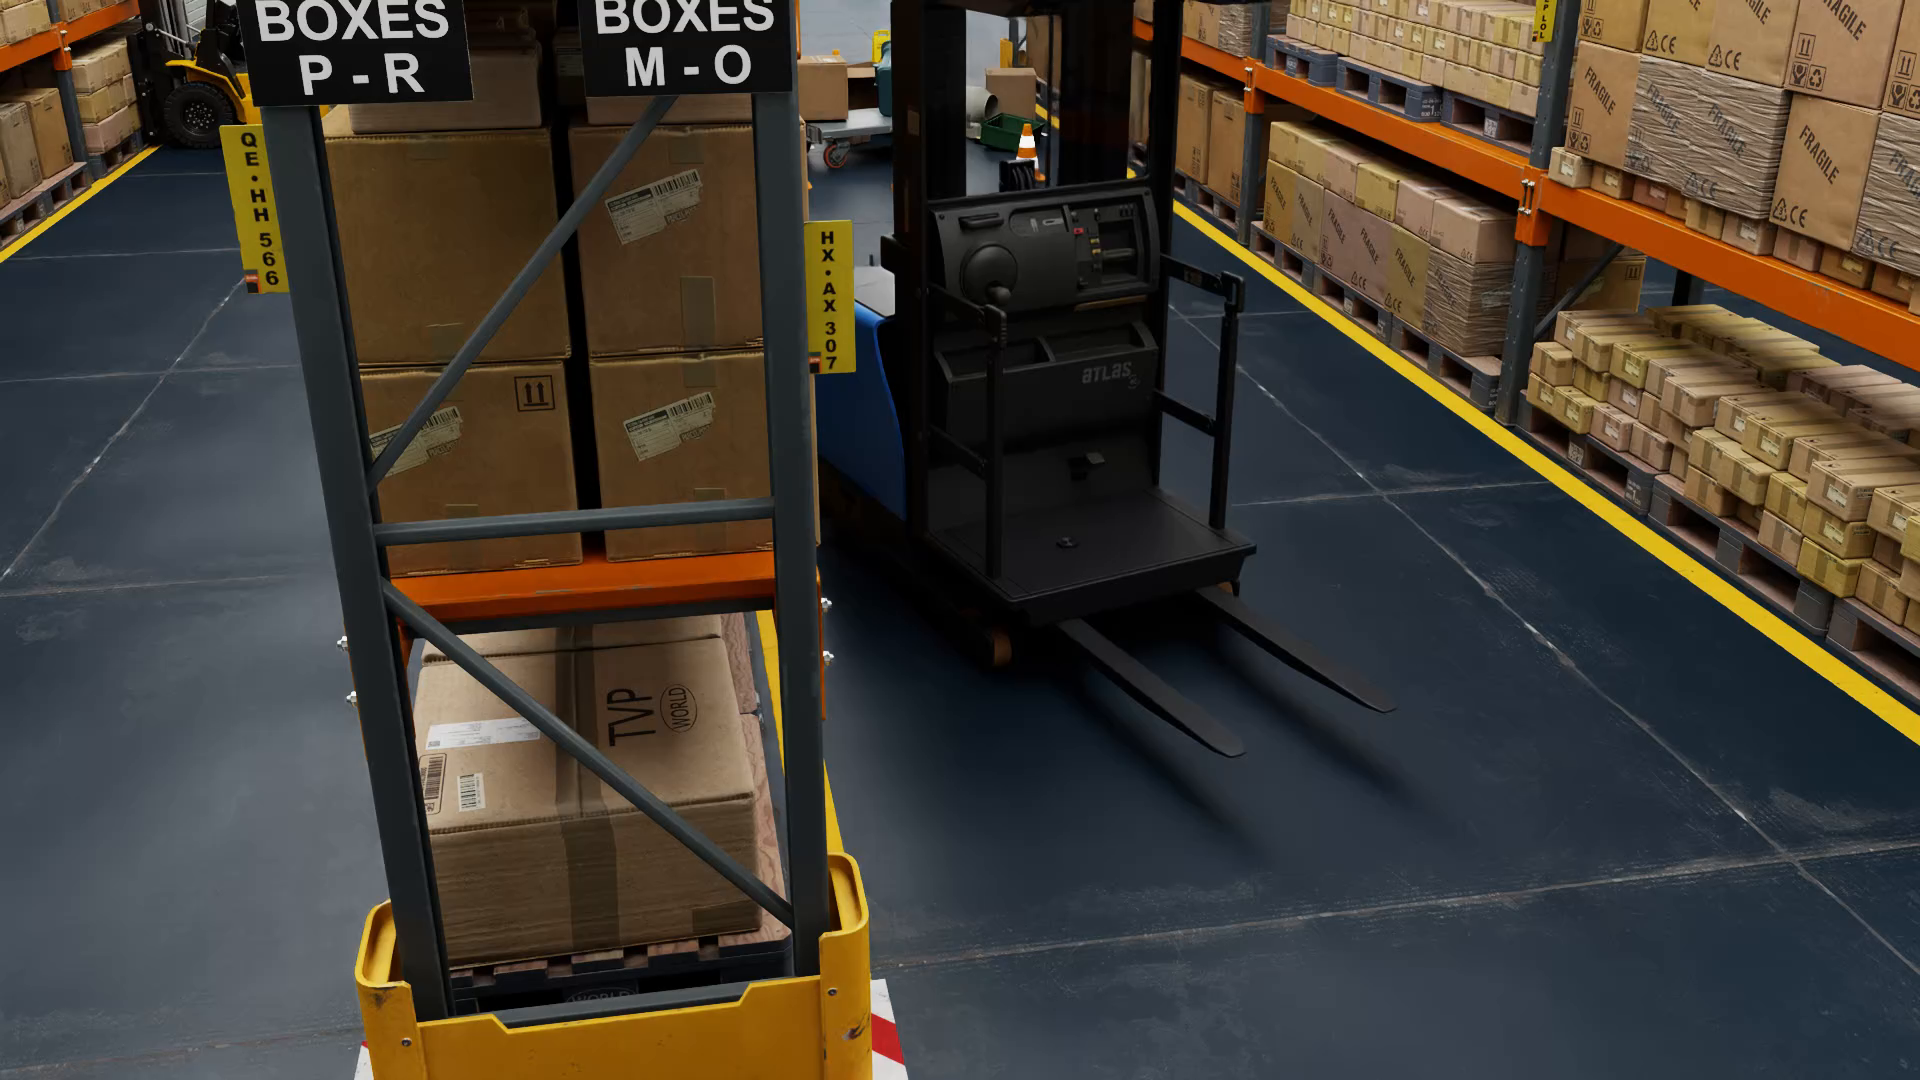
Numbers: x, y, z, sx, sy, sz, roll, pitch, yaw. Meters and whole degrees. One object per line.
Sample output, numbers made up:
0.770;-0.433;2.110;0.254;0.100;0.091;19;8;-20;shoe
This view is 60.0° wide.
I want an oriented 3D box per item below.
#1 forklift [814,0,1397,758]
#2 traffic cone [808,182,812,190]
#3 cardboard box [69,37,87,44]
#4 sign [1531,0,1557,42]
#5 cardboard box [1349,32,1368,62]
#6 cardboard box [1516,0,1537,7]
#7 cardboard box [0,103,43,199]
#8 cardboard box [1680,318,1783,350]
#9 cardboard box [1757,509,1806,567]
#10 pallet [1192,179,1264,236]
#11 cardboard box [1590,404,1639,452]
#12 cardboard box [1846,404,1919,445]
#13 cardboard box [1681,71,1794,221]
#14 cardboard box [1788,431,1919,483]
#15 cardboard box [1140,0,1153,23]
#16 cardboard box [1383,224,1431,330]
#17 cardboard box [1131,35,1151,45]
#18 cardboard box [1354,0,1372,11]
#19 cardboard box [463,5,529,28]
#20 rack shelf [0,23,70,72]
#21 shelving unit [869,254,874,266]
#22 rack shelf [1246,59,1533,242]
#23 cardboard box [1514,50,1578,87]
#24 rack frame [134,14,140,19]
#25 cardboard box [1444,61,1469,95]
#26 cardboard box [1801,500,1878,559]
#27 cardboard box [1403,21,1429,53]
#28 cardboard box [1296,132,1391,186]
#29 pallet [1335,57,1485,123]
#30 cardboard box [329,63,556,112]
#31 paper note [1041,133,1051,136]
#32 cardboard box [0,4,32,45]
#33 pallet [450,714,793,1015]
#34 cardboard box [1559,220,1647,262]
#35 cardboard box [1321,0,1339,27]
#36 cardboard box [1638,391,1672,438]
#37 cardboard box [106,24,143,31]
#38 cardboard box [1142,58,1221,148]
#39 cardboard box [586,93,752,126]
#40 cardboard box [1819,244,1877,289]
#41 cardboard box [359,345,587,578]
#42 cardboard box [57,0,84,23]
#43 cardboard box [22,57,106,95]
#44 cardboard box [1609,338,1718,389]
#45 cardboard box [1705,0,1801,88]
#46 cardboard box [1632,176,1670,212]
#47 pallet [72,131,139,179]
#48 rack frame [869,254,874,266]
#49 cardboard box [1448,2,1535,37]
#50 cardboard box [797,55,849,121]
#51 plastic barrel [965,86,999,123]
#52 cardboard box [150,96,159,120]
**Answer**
0.436;-1.065;6.027;1.130;2.935;3.031;-12;26;-25;forklift
-1.432;-3.207;14.015;0.336;0.463;0.334;-4;24;-10;traffic cone
-8.485;-4.550;15.582;0.500;0.250;0.500;-5;24;-11;cardboard box
2.744;-2.501;7.783;0.100;0.325;0.005;-4;24;-10;sign
2.636;-3.051;10.276;0.380;0.149;0.250;-4;24;-8;cardboard box
3.428;-3.061;9.556;0.380;0.149;0.250;-3;24;-8;cardboard box
-7.671;-2.979;12.765;0.875;0.625;0.625;-5;24;-10;cardboard box
3.696;-0.954;7.979;0.380;0.149;0.250;-4;24;-9;cardboard box
3.417;-0.022;6.590;0.380;0.149;0.250;-4;24;-9;cardboard box
2.477;-2.624;12.995;1.003;0.211;1.213;-4;24;-10;pallet
3.186;-0.534;7.761;0.380;0.149;0.250;-4;24;-10;cardboard box
3.862;-0.438;6.798;0.380;0.149;0.250;-4;24;-10;cardboard box
3.289;-1.587;6.639;0.500;0.500;0.500;-5;24;-11;cardboard box
3.489;-0.303;6.491;0.380;0.149;0.250;-5;24;-12;cardboard box
1.826;-4.584;13.872;0.500;0.500;0.500;-4;24;-10;cardboard box
2.810;-1.534;9.614;0.500;0.500;0.500;-5;24;-11;cardboard box
1.762;-4.631;16.236;0.875;0.875;0.875;-4;24;-9;cardboard box
2.638;-3.328;10.167;0.380;0.149;0.250;-3;24;-7;cardboard box
-1.288;-1.257;4.195;0.380;0.149;0.250;-4;24;-9;cardboard box
-7.544;-3.269;11.885;1.077;0.370;4.000;-4;24;-10;rack shelf
-0.430;-0.766;7.693;0.215;1.050;0.252;-12;26;-25;shelving unit
2.919;-2.470;10.057;1.077;0.370;4.000;-4;24;-10;rack shelf
3.021;-2.369;8.343;0.380;0.149;0.250;-4;24;-8;cardboard box
-8.654;-5.958;17.145;1.000;3.000;0.127;-4;24;-10;rack frame
2.882;-2.531;9.086;0.380;0.149;0.250;-6;24;-12;cardboard box
3.444;-0.056;6.295;0.380;0.149;0.250;-4;24;-9;cardboard box
2.774;-2.887;9.530;0.380;0.149;0.250;-4;24;-10;cardboard box
2.532;-2.488;10.862;0.500;0.250;0.500;-5;24;-10;cardboard box
2.955;-2.723;9.977;1.003;0.211;1.213;-4;24;-10;pallet
-1.266;-0.913;4.219;0.500;0.500;0.500;-4;24;-10;cardboard box
0.795;-3.997;16.363;0.142;0.020;0.147;18;29;36;paper note
-7.465;-3.940;12.711;0.500;0.250;0.500;-4;24;-10;cardboard box
-1.043;0.936;4.844;1.003;0.211;1.213;-4;24;-10;pallet
3.412;-1.714;9.088;0.500;0.250;0.500;-5;24;-12;cardboard box
2.546;-3.384;10.668;0.380;0.149;0.250;-5;24;-11;cardboard box
3.304;-0.577;7.488;0.380;0.149;0.250;-6;24;-12;cardboard box
-8.162;-4.990;16.590;0.500;0.250;0.500;-4;24;-9;cardboard box
2.187;-3.704;14.270;1.050;0.750;0.750;-4;24;-10;cardboard box
-0.611;-0.995;3.596;0.380;0.149;0.250;-4;24;-9;cardboard box
3.473;-1.048;6.216;0.380;0.149;0.250;-4;24;-9;cardboard box
-1.167;-0.250;3.949;0.500;0.500;0.500;-4;24;-9;cardboard box
-7.740;-4.625;13.966;0.500;0.500;0.500;-5;24;-11;cardboard box
-7.695;-3.989;14.297;0.500;0.250;0.500;-5;24;-11;cardboard box
3.237;-0.812;7.656;0.380;0.149;0.250;-5;24;-10;cardboard box
3.306;-2.055;6.461;0.500;0.500;0.500;-4;24;-9;cardboard box
3.241;-1.565;7.400;0.380;0.149;0.250;-5;24;-12;cardboard box
-8.020;-3.423;14.824;1.003;0.211;1.213;-4;24;-10;pallet
-0.487;-0.810;7.792;0.200;1.050;0.008;-12;26;-25;rack frame
2.877;-2.817;8.999;0.380;0.149;0.250;-4;24;-10;cardboard box
-1.293;-4.099;15.064;0.500;0.500;0.500;-4;24;-10;cardboard box
0.092;-4.312;16.594;0.512;0.421;0.421;13;27;27;plastic barrel
-7.972;-4.133;15.876;0.500;0.250;0.500;-4;24;-8;cardboard box
